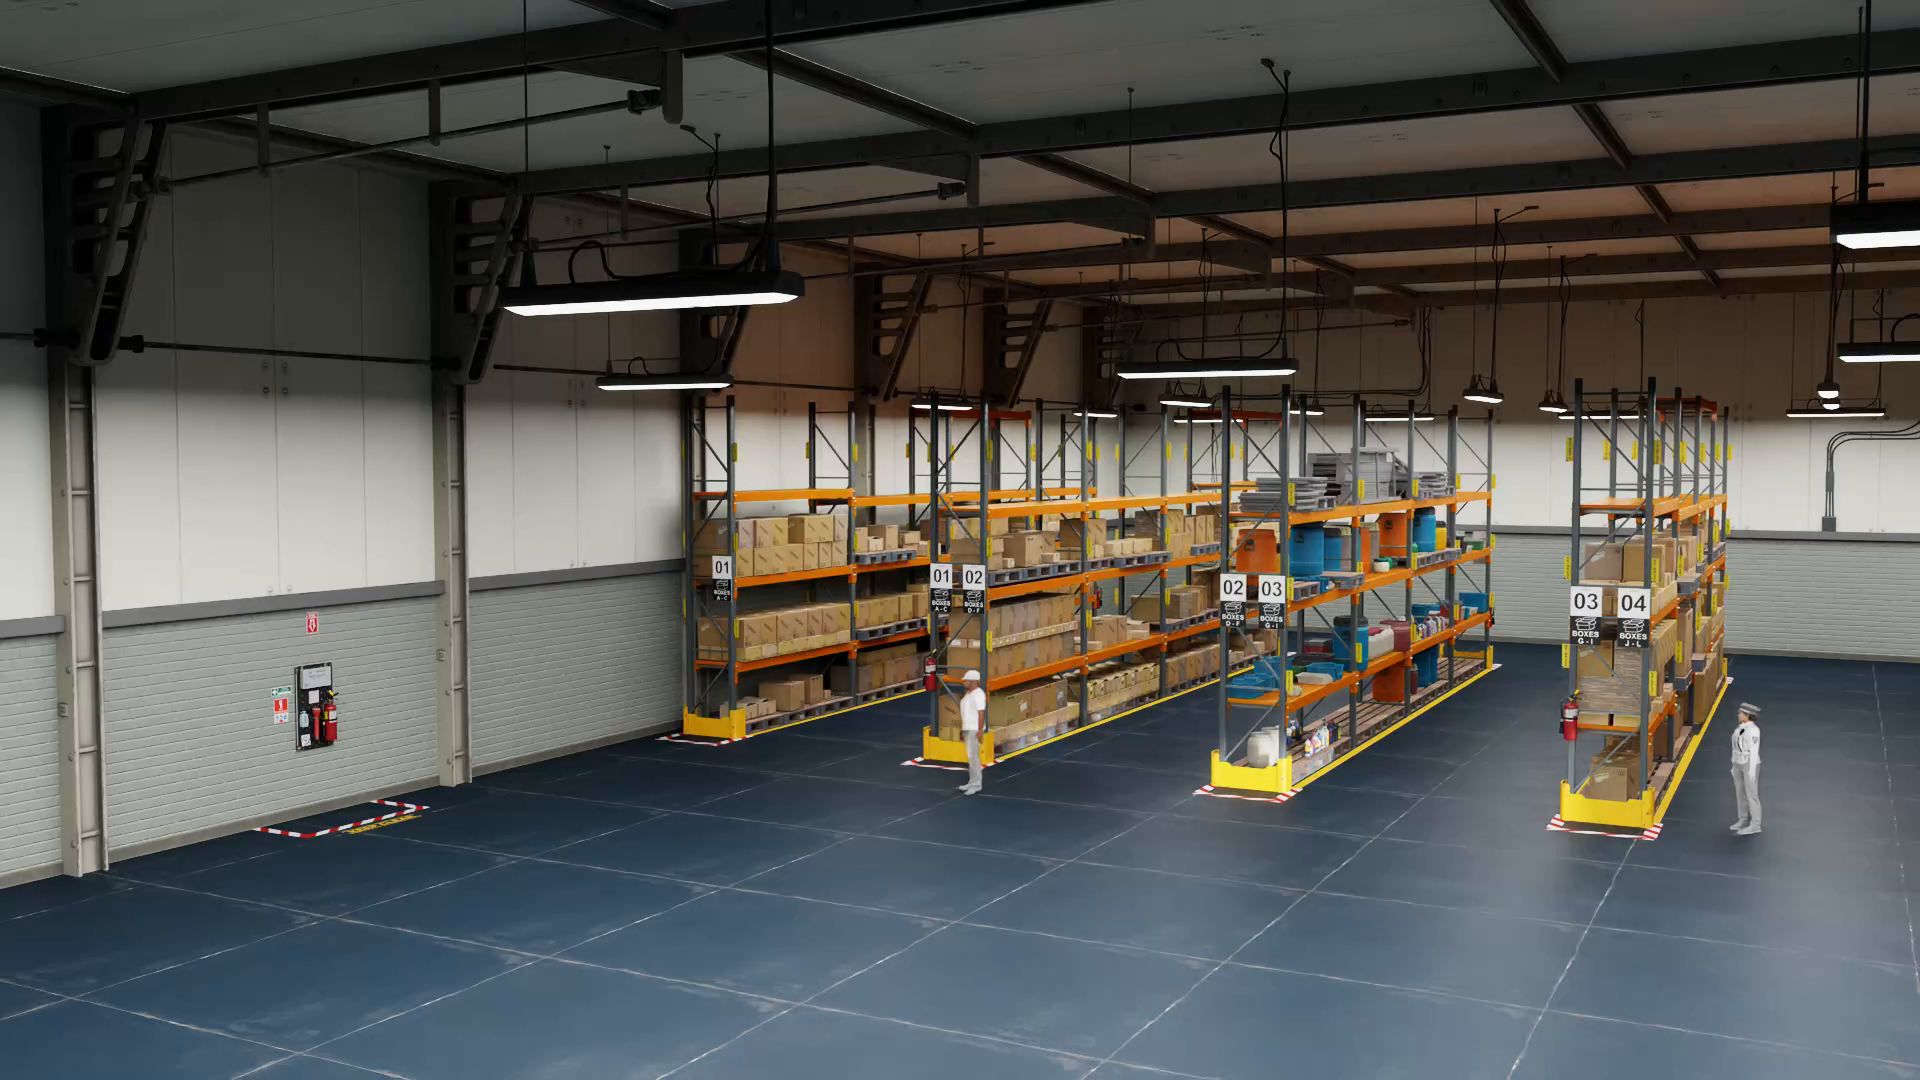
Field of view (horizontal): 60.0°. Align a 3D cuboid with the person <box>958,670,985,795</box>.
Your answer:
[{"bbox_3d":[0.160,2.833,24.606,0.392,1.804,0.621,-1,3,-17],"label":"person"}]

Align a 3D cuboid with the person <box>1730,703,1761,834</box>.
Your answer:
[{"bbox_3d":[10.379,3.003,21.974,0.392,1.688,0.527,-1,3,-11],"label":"person"}]
